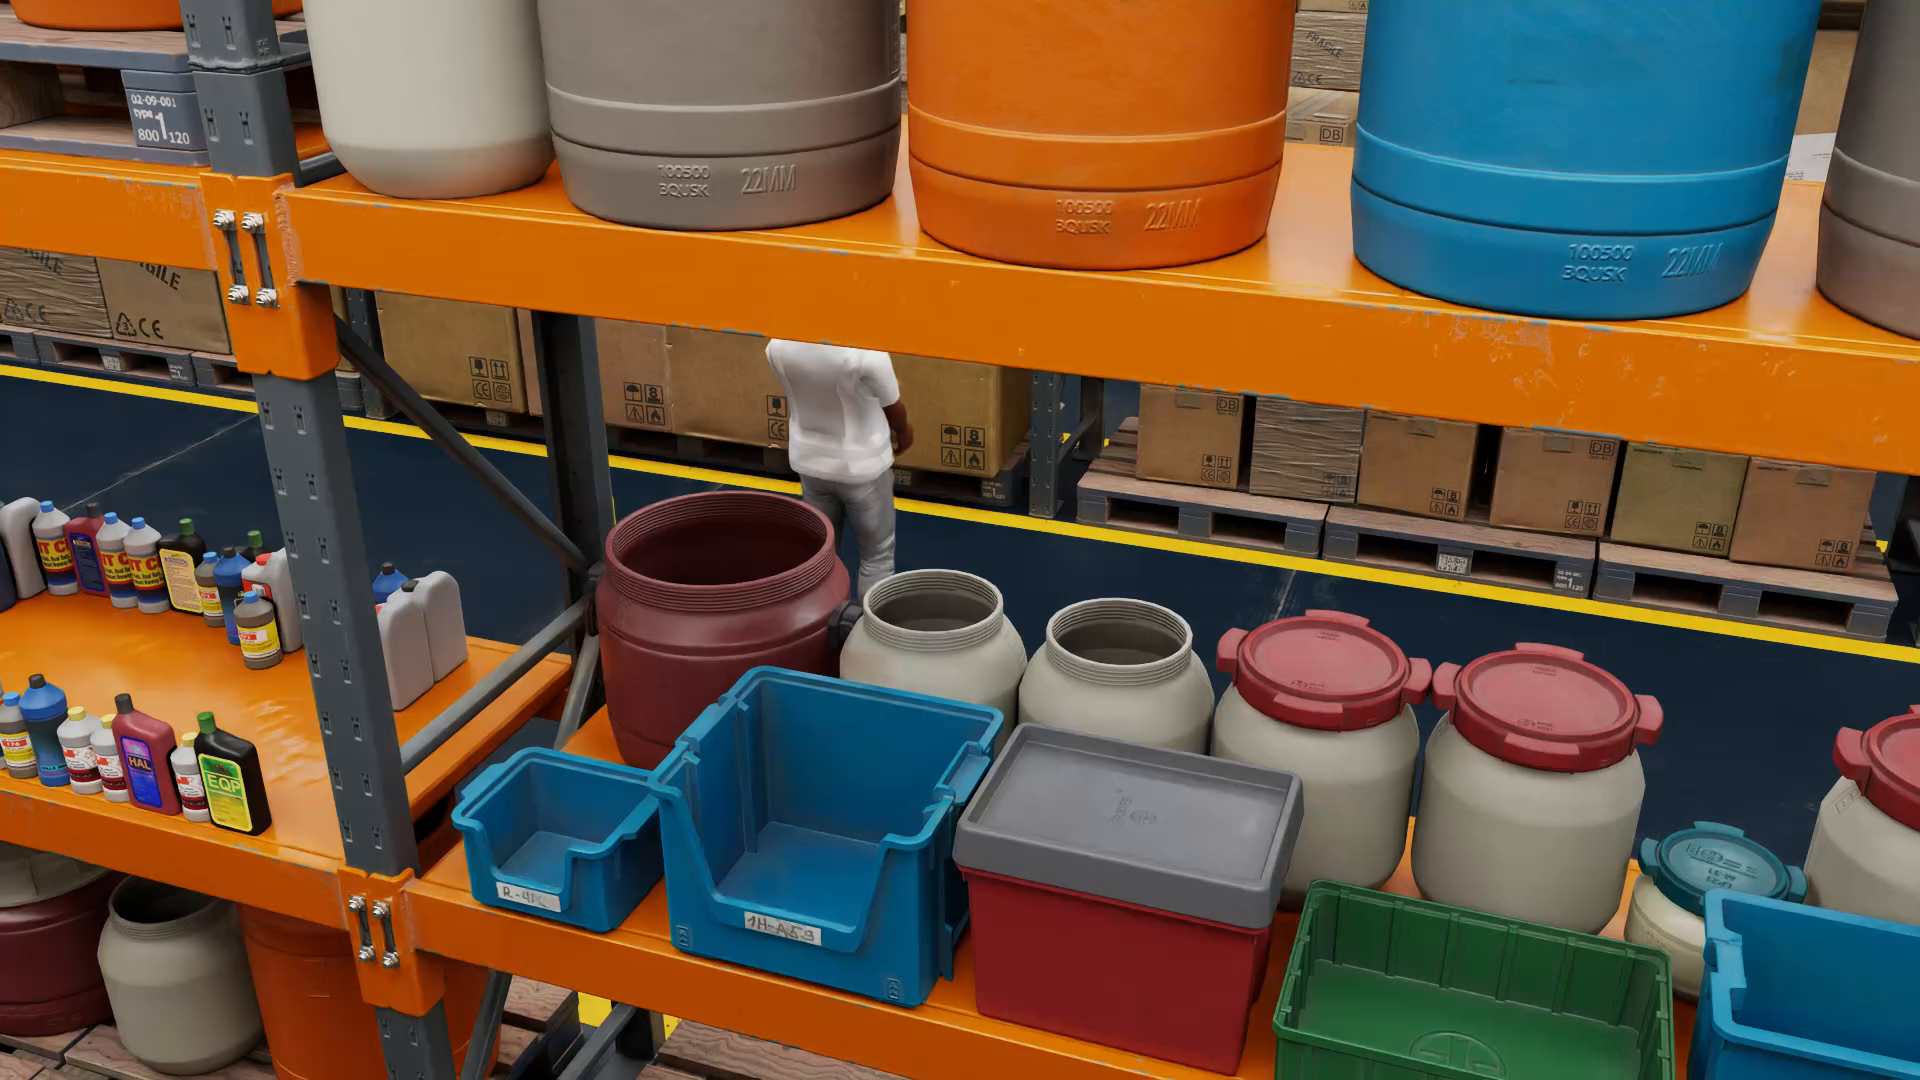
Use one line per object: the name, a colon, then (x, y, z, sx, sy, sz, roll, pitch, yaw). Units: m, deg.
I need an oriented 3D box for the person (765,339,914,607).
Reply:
person: (-0.447, -0.334, 6.777, 0.520, 1.771, 0.566, 11, 28, 22)
